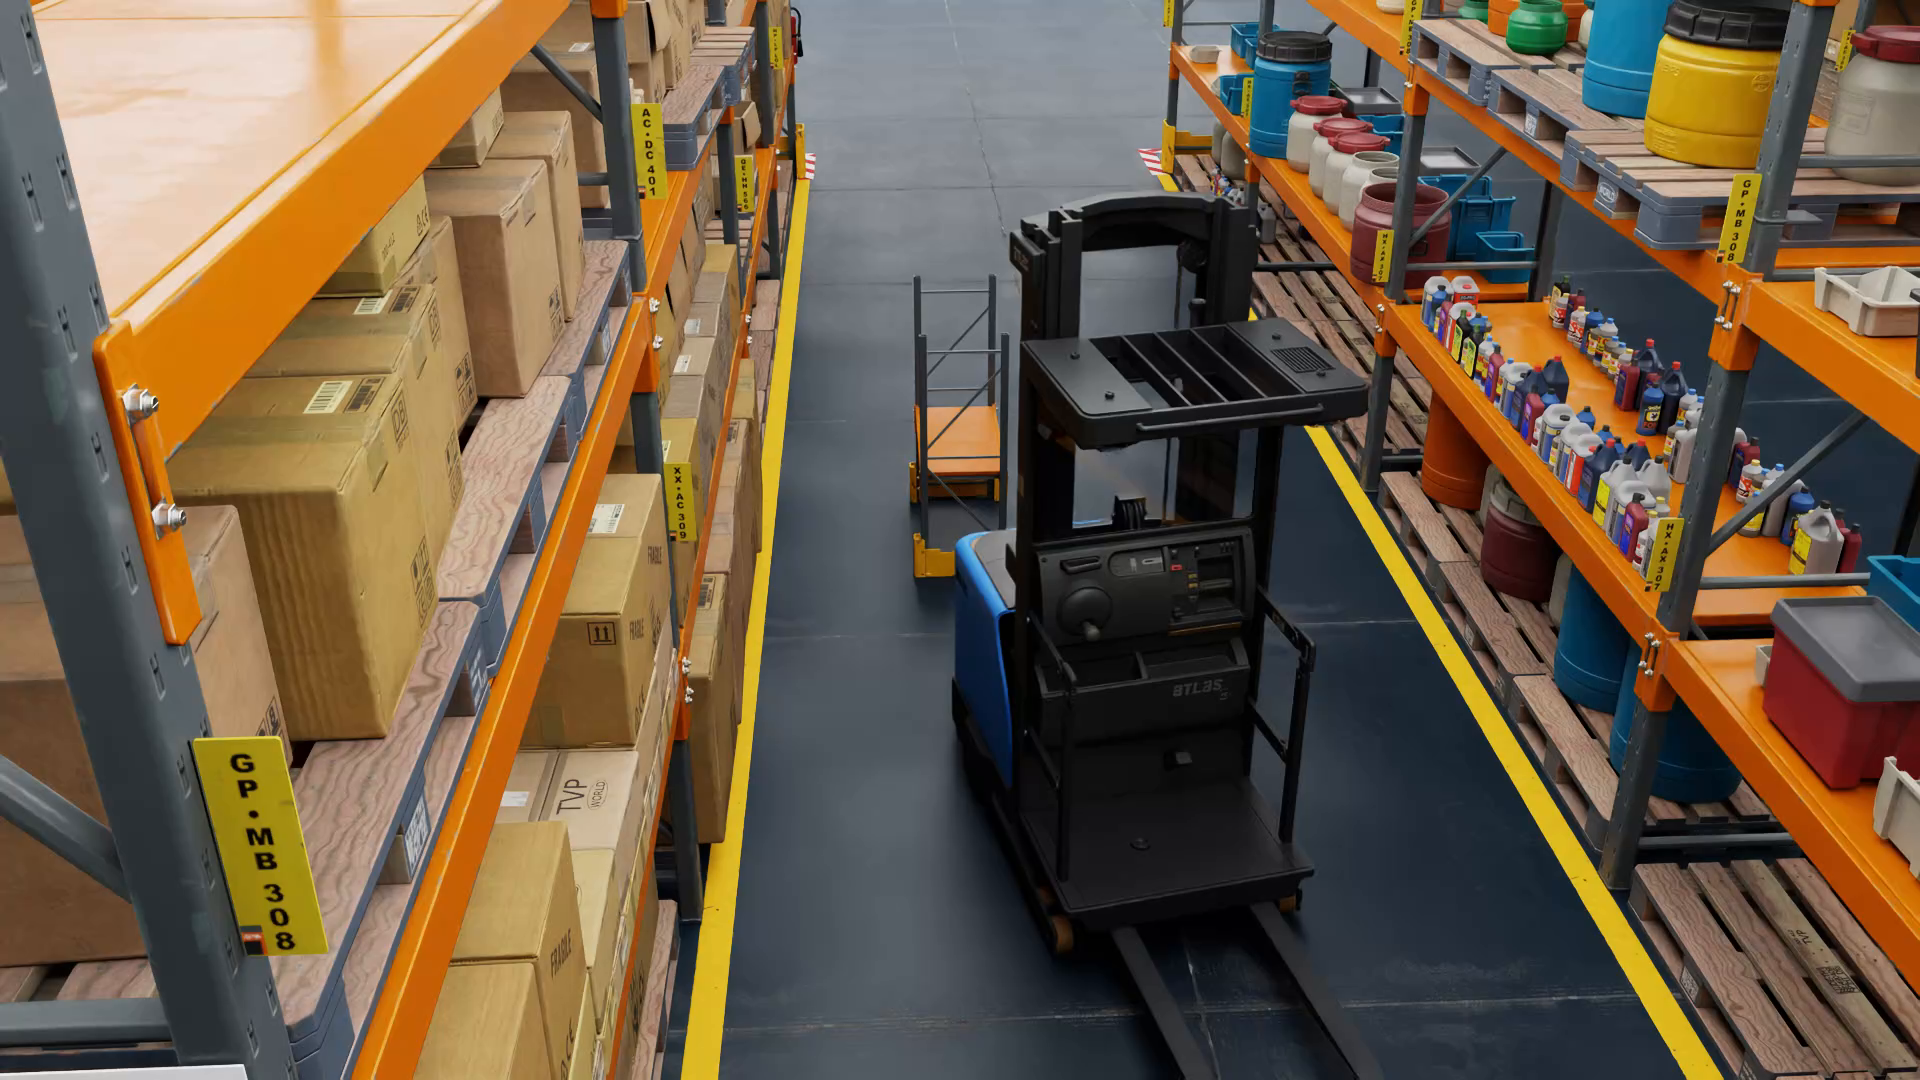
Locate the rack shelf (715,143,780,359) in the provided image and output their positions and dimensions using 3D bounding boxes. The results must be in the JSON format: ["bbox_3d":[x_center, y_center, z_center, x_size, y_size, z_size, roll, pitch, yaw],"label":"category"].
[{"bbox_3d":[-1.920,-2.161,11.927,1.077,0.370,4.000,-1,28,-3],"label":"rack shelf"}]

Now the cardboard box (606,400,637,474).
[{"bbox_3d":[-1.648,-0.493,6.758,0.797,0.503,0.637,-2,28,-4],"label":"cardboard box"}]

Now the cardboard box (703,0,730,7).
[{"bbox_3d":[-1.583,-3.375,9.585,0.500,0.500,0.500,-1,28,-2],"label":"cardboard box"}]

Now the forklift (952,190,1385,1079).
[{"bbox_3d":[0.828,0.228,6.643,1.130,2.935,3.031,-7,28,-13],"label":"forklift"}]

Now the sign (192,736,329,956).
[{"bbox_3d":[-0.843,0.375,2.012,0.100,0.325,0.005,-1,28,-3],"label":"sign"}]

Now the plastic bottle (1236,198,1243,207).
[{"bbox_3d":[2.540,-2.967,15.156,0.061,0.283,0.133,0,28,1],"label":"plastic bottle"}]

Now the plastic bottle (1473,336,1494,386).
[{"bbox_3d":[2.852,-0.975,9.014,0.097,0.271,0.097,0,28,0],"label":"plastic bottle"}]

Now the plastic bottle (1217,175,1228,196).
[{"bbox_3d":[2.514,-3.352,15.908,0.097,0.271,0.097,0,28,0],"label":"plastic bottle"}]

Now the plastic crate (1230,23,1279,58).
[{"bbox_3d":[3.038,-5.080,16.907,0.499,0.251,0.616,-1,28,-3],"label":"plastic crate"}]

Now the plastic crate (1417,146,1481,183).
[{"bbox_3d":[3.352,-2.458,11.649,0.402,0.464,0.583,-1,28,-3],"label":"plastic crate"}]

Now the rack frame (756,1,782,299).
[{"bbox_3d":[-2.024,-3.403,13.531,1.000,3.000,0.127,-1,28,-3],"label":"rack frame"}]

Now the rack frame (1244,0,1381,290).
[{"bbox_3d":[2.922,-3.523,13.761,1.000,3.000,0.127,-1,28,-3],"label":"rack frame"}]

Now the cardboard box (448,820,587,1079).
[{"bbox_3d":[-1.212,1.042,4.037,0.500,0.500,0.500,-2,28,-4],"label":"cardboard box"}]

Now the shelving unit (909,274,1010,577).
[{"bbox_3d":[-0.004,-0.700,9.971,0.587,1.500,1.083,-1,28,-3],"label":"shelving unit"}]

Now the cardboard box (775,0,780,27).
[{"bbox_3d":[-1.847,-4.698,14.504,0.500,0.500,0.500,-1,28,-3],"label":"cardboard box"}]

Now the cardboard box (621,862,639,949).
[{"bbox_3d":[-1.196,1.129,5.113,0.380,0.149,0.250,-2,28,-3],"label":"cardboard box"}]

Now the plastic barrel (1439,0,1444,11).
[{"bbox_3d":[3.270,-3.882,10.742,0.600,0.830,0.708,-1,28,-3],"label":"plastic barrel"}]

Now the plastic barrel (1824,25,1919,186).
[{"bbox_3d":[3.562,-1.654,6.333,0.433,0.535,0.433,0,28,0],"label":"plastic barrel"}]

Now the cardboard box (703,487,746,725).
[{"bbox_3d":[-1.708,0.339,8.199,1.225,0.875,0.875,-2,28,-4],"label":"cardboard box"}]

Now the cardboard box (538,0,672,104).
[{"bbox_3d":[-1.688,-2.175,7.367,0.797,0.503,0.637,-2,28,-3],"label":"cardboard box"}]

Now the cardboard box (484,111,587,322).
[{"bbox_3d":[-1.506,-0.954,4.921,0.700,0.500,0.500,-3,28,-6],"label":"cardboard box"}]

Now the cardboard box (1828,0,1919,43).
[{"bbox_3d":[7.839,-4.465,14.056,0.700,0.500,0.500,-1,28,-2],"label":"cardboard box"}]

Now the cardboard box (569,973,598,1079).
[{"bbox_3d":[-1.210,1.373,4.215,0.500,0.250,0.500,-2,28,-4],"label":"cardboard box"}]

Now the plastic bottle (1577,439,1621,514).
[{"bbox_3d":[2.955,-0.308,7.651,0.144,0.351,0.185,-1,28,-3],"label":"plastic bottle"}]

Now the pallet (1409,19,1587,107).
[{"bbox_3d":[3.073,-2.566,8.887,1.003,0.211,1.213,-1,28,-3],"label":"pallet"}]

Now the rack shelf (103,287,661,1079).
[{"bbox_3d":[-1.502,0.204,4.150,1.077,0.370,4.000,-1,28,-3],"label":"rack shelf"}]

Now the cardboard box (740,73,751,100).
[{"bbox_3d":[-2.123,-3.485,12.586,1.000,1.000,1.000,-1,28,-2],"label":"cardboard box"}]

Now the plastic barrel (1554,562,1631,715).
[{"bbox_3d":[3.291,0.337,8.175,0.600,0.901,0.708,-1,28,-3],"label":"plastic barrel"}]

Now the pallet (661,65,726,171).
[{"bbox_3d":[-1.668,-1.990,7.782,1.003,0.211,1.213,0,28,0],"label":"pallet"}]

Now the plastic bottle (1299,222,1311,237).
[{"bbox_3d":[3.150,-2.923,14.999,0.144,0.351,0.185,-1,28,-3],"label":"plastic bottle"}]

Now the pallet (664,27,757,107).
[{"bbox_3d":[-1.729,-2.506,8.772,1.213,0.211,1.003,0,28,0],"label":"pallet"}]

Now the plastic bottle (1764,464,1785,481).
[{"bbox_3d":[3.698,-0.217,7.562,0.097,0.271,0.097,0,28,0],"label":"plastic bottle"}]

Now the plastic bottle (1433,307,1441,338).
[{"bbox_3d":[2.814,-1.281,9.677,0.097,0.201,0.097,0,28,0],"label":"plastic bottle"}]

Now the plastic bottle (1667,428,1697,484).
[{"bbox_3d":[3.496,-0.420,7.946,0.152,0.276,0.135,-1,28,-3],"label":"plastic bottle"}]

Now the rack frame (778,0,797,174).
[{"bbox_3d":[-2.233,-5.250,17.073,1.000,3.000,0.127,-1,28,-3],"label":"rack frame"}]

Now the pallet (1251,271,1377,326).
[{"bbox_3d":[3.002,-1.925,13.712,1.003,0.211,1.213,-1,28,-3],"label":"pallet"}]

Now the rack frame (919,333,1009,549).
[{"bbox_3d":[0.022,-0.470,9.529,0.500,1.500,0.032,-1,28,-3],"label":"rack frame"}]

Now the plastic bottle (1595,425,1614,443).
[{"bbox_3d":[3.067,-0.421,7.952,0.097,0.271,0.097,0,28,0],"label":"plastic bottle"}]

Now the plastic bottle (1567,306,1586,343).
[{"bbox_3d":[3.578,-1.251,9.619,0.097,0.201,0.097,0,28,0],"label":"plastic bottle"}]

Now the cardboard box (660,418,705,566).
[{"bbox_3d":[-1.408,-0.204,7.289,0.500,0.500,0.500,-1,28,-3],"label":"cardboard box"}]

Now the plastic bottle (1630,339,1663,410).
[{"bbox_3d":[3.604,-0.875,8.737,0.144,0.351,0.185,-1,28,-3],"label":"plastic bottle"}]

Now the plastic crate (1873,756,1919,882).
[{"bbox_3d":[3.235,0.907,5.330,0.437,0.282,0.530,-1,28,-3],"label":"plastic crate"}]

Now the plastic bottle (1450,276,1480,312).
[{"bbox_3d":[2.982,-1.417,9.857,0.152,0.276,0.135,-1,28,-3],"label":"plastic bottle"}]

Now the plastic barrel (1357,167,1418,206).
[{"bbox_3d":[2.864,-2.195,11.094,0.421,0.512,0.421,0,28,0],"label":"plastic barrel"}]

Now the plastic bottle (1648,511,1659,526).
[{"bbox_3d":[3.017,-0.030,7.279,0.097,0.201,0.097,0,28,0],"label":"plastic bottle"}]

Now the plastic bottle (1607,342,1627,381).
[{"bbox_3d":[3.608,-0.981,9.102,0.097,0.201,0.097,0,28,0],"label":"plastic bottle"}]

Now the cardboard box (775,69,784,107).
[{"bbox_3d":[-1.977,-4.020,14.285,0.875,0.500,0.500,-1,28,-3],"label":"cardboard box"}]

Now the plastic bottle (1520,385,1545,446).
[{"bbox_3d":[2.874,-0.627,8.335,0.061,0.283,0.133,-1,28,-3],"label":"plastic bottle"}]

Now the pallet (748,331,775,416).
[{"bbox_3d":[-1.916,-1.243,12.404,1.003,0.211,1.213,-1,28,-3],"label":"pallet"}]

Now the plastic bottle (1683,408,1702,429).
[{"bbox_3d":[3.635,-0.531,8.159,0.152,0.276,0.135,-1,28,-3],"label":"plastic bottle"}]

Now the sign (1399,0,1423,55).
[{"bbox_3d":[2.582,-2.943,9.518,0.100,0.325,0.005,-1,28,-3],"label":"sign"}]

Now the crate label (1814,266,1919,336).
[{"bbox_3d":[3.077,-0.808,5.598,0.293,0.136,0.466,-1,28,-3],"label":"crate label"}]
